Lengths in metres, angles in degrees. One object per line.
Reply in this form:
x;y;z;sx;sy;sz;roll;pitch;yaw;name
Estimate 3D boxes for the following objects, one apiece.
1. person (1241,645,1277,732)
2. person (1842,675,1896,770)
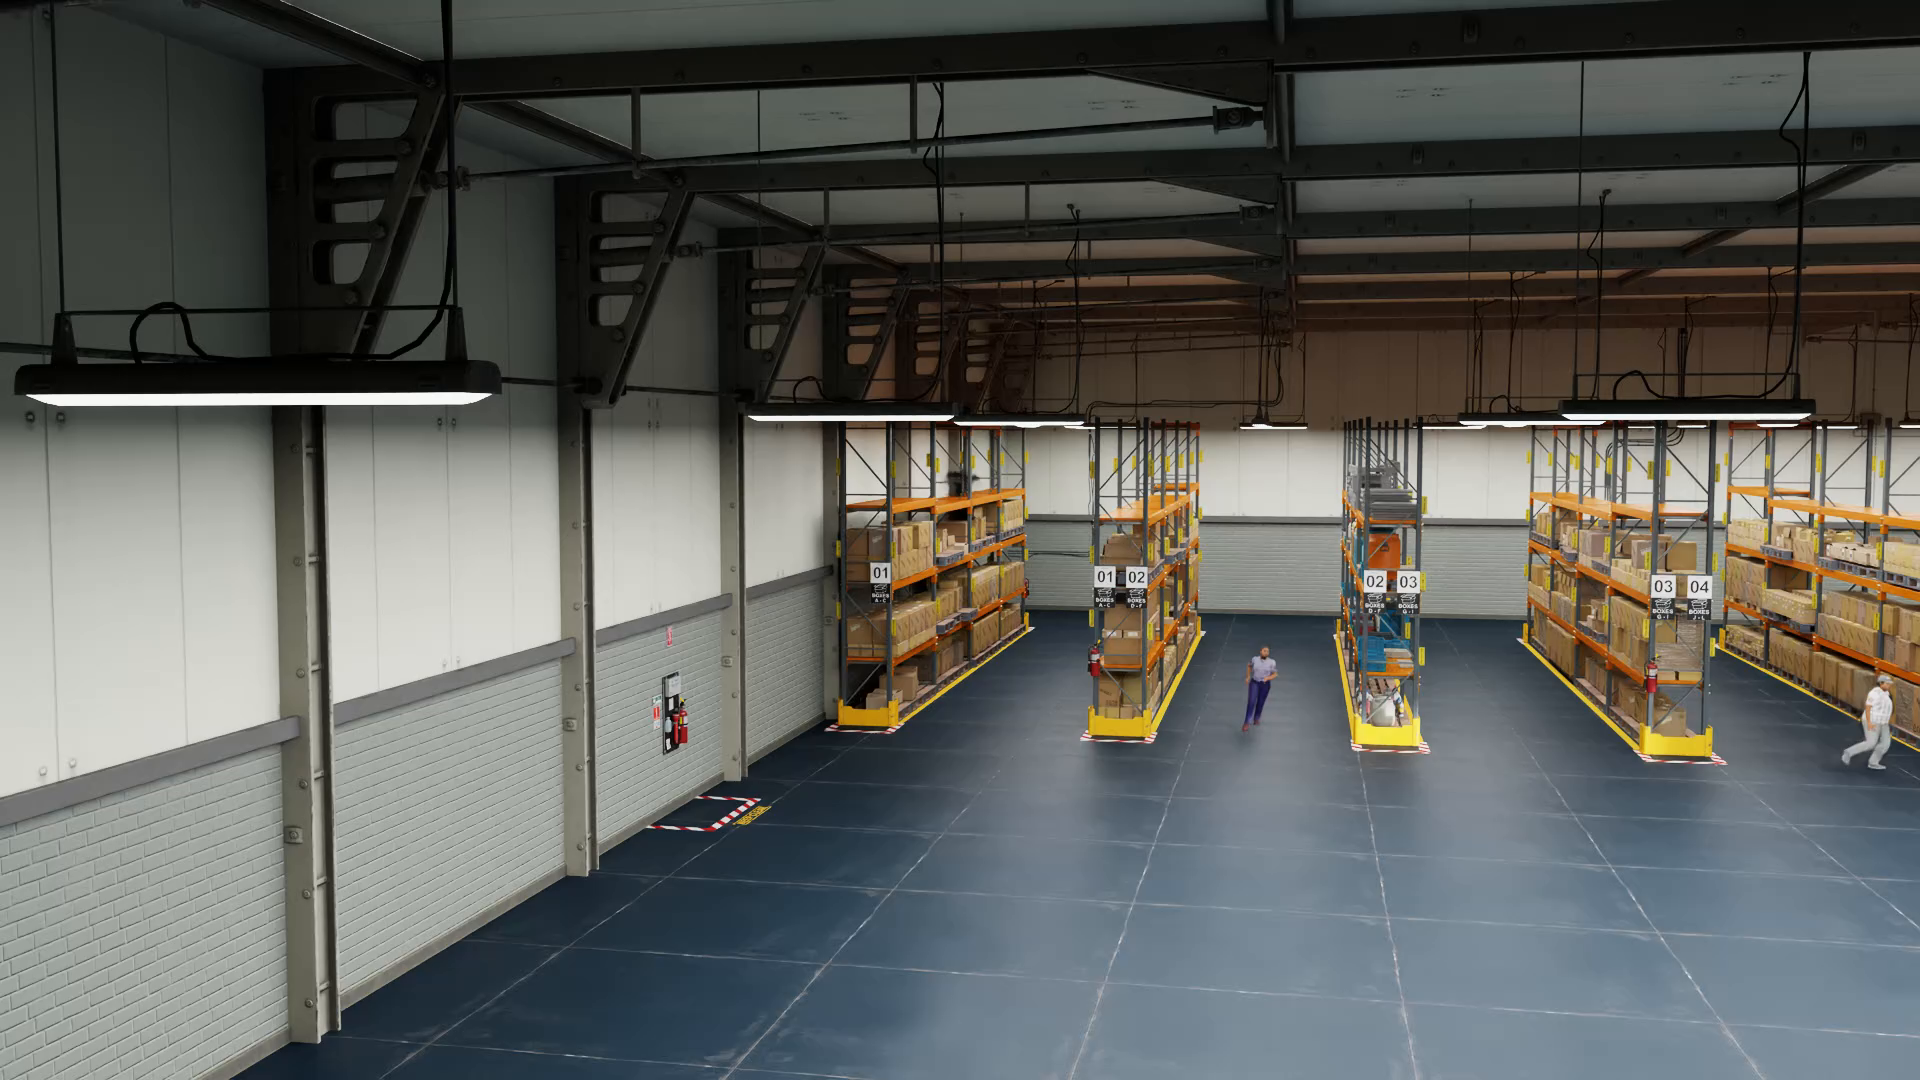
5.746;2.823;31.941;0.678;1.628;0.827;1;4;8;person
15.475;3.085;28.241;0.748;1.607;0.653;-2;4;-33;person
